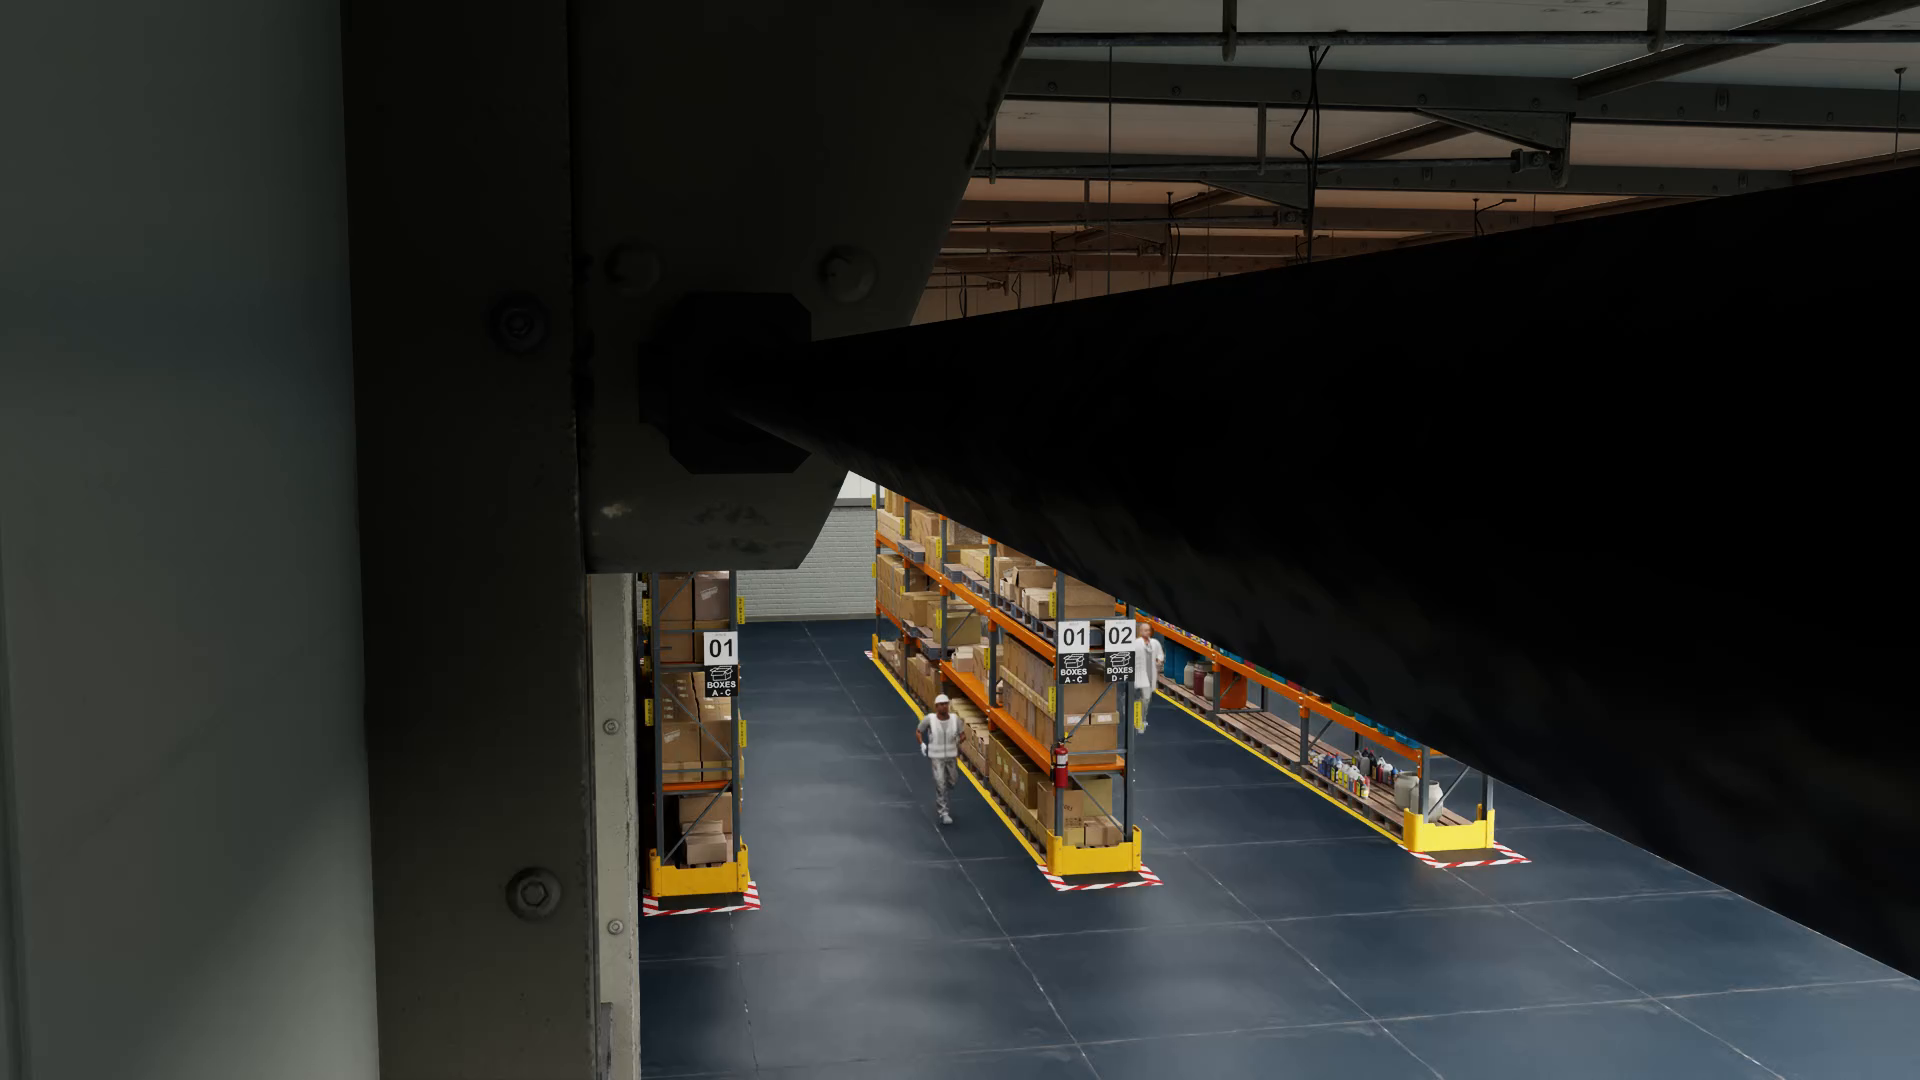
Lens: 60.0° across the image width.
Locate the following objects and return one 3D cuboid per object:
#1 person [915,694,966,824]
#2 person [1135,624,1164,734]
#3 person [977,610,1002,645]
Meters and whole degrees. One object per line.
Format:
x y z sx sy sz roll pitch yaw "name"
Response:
-0.248 3.046 23.406 0.696 1.763 0.941 -2 6 -17 "person"
3.109 2.322 27.848 0.684 1.842 0.750 -3 6 -25 "person"
0.614 1.802 36.206 0.641 1.640 0.889 -3 7 -27 "person"
